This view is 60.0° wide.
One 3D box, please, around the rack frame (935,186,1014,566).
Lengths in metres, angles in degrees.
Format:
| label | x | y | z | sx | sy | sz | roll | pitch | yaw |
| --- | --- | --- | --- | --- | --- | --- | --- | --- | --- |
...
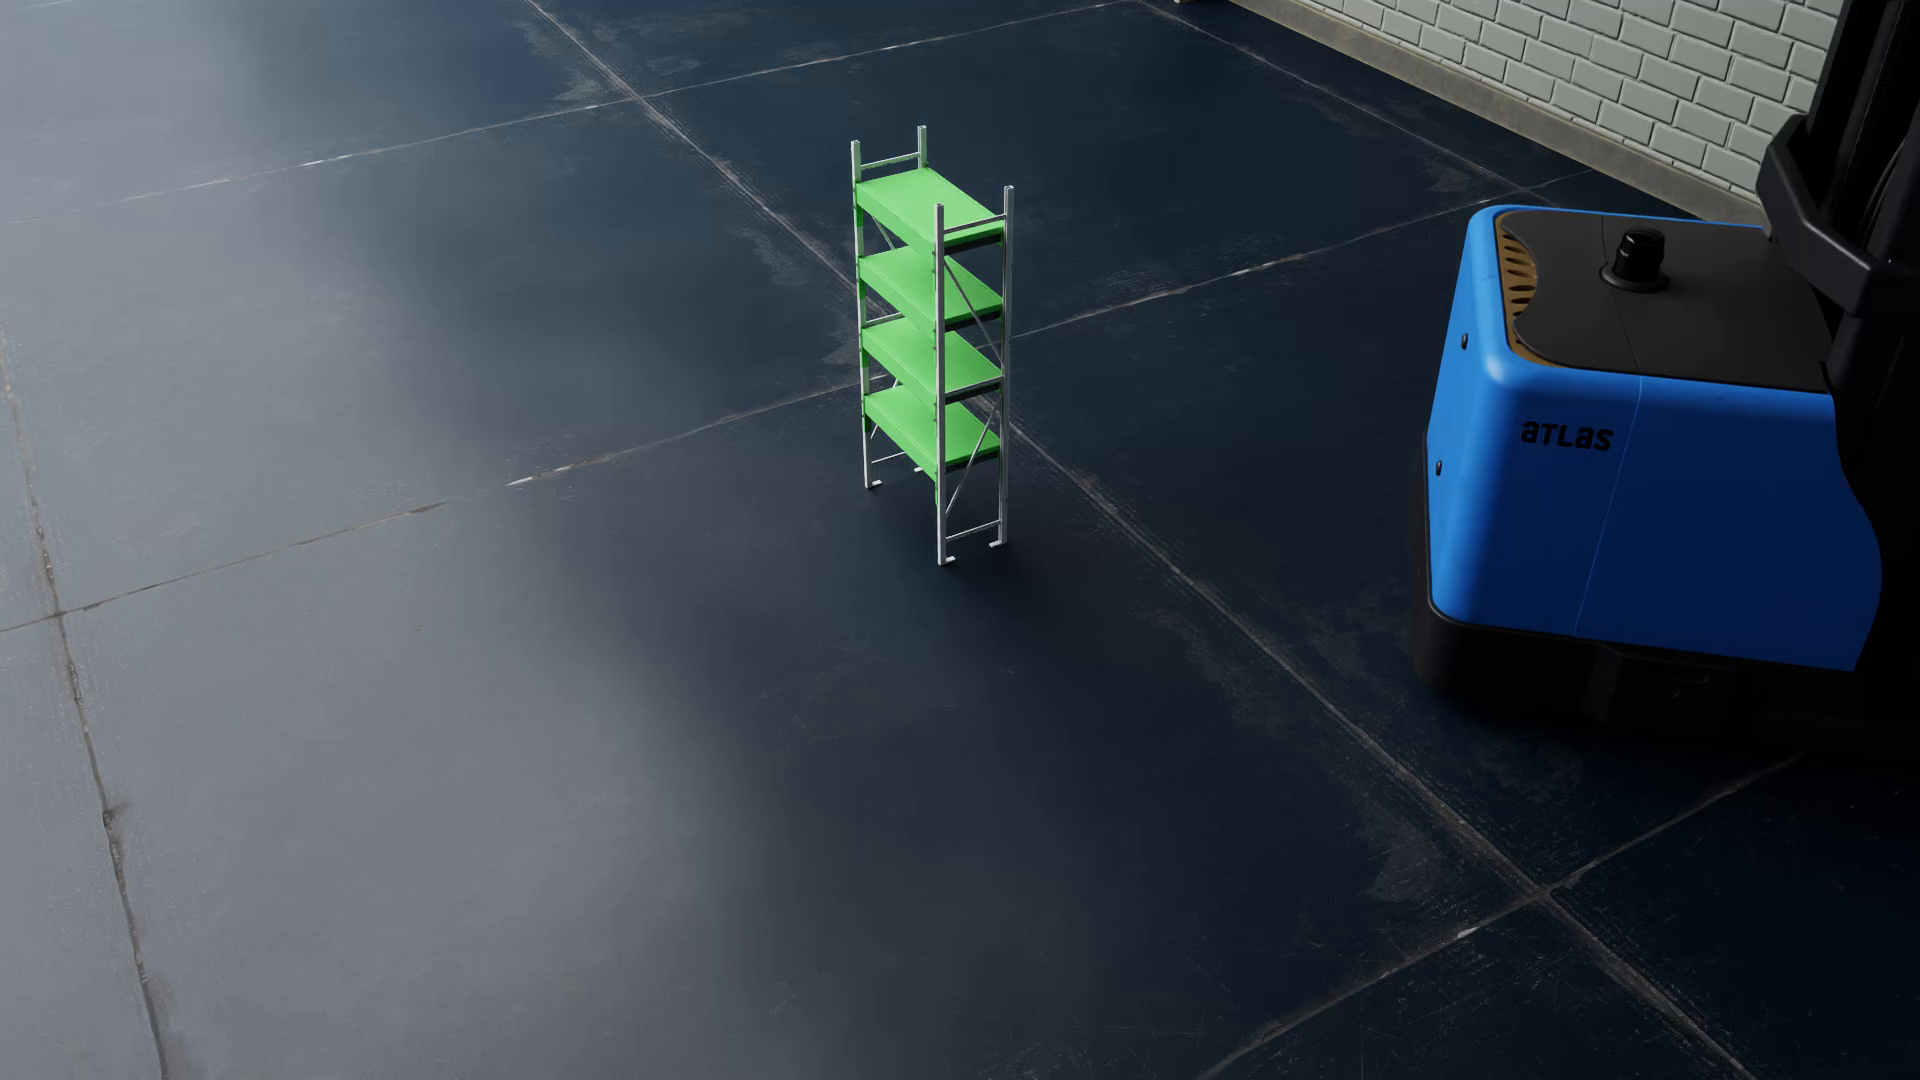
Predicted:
| label | x | y | z | sx | sy | sz | roll | pitch | yaw |
| --- | --- | --- | --- | --- | --- | --- | --- | --- | --- |
| rack frame | 0.039 | -0.445 | 4.841 | 0.240 | 1.200 | 0.015 | -19 | 40 | -24 |

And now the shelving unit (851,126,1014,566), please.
| label | x | y | z | sx | sy | sz | roll | pitch | yaw |
| --- | --- | --- | --- | --- | --- | --- | --- | --- | --- |
| shelving unit | -0.083 | -0.569 | 5.012 | 0.258 | 1.200 | 0.503 | -19 | 40 | -24 |

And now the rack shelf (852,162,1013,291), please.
| label | x | y | z | sx | sy | sz | roll | pitch | yaw |
| --- | --- | --- | --- | --- | --- | --- | --- | --- | --- |
| rack shelf | -0.083 | -0.905 | 4.766 | 0.258 | 0.148 | 0.480 | -19 | 40 | -24 |

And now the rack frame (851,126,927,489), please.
| label | x | y | z | sx | sy | sz | roll | pitch | yaw |
| --- | --- | --- | --- | --- | --- | --- | --- | --- | --- |
| rack frame | -0.206 | -0.693 | 5.182 | 0.240 | 1.200 | 0.015 | -19 | 40 | -24 |

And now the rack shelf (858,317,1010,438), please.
| label | x | y | z | sx | sy | sz | roll | pitch | yaw |
| --- | --- | --- | --- | --- | --- | --- | --- | --- | --- |
| rack shelf | -0.083 | -0.517 | 5.049 | 0.258 | 0.148 | 0.480 | -19 | 40 | -24 |

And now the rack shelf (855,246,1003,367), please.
| label | x | y | z | sx | sy | sz | roll | pitch | yaw |
| --- | --- | --- | --- | --- | --- | --- | --- | --- | --- |
| rack shelf | -0.083 | -0.711 | 4.908 | 0.258 | 0.148 | 0.480 | -19 | 40 | -24 |

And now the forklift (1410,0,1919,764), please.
| label | x | y | z | sx | sy | sz | roll | pitch | yaw |
| --- | --- | --- | --- | --- | --- | --- | --- | --- | --- |
| forklift | 2.836 | -0.834 | 3.906 | 3.031 | 2.935 | 1.130 | 7 | 37 | 10 |

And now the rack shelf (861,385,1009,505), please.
| label | x | y | z | sx | sy | sz | roll | pitch | yaw |
| --- | --- | --- | --- | --- | --- | --- | --- | --- | --- |
| rack shelf | -0.083 | -0.324 | 5.191 | 0.258 | 0.148 | 0.480 | -19 | 40 | -24 |
